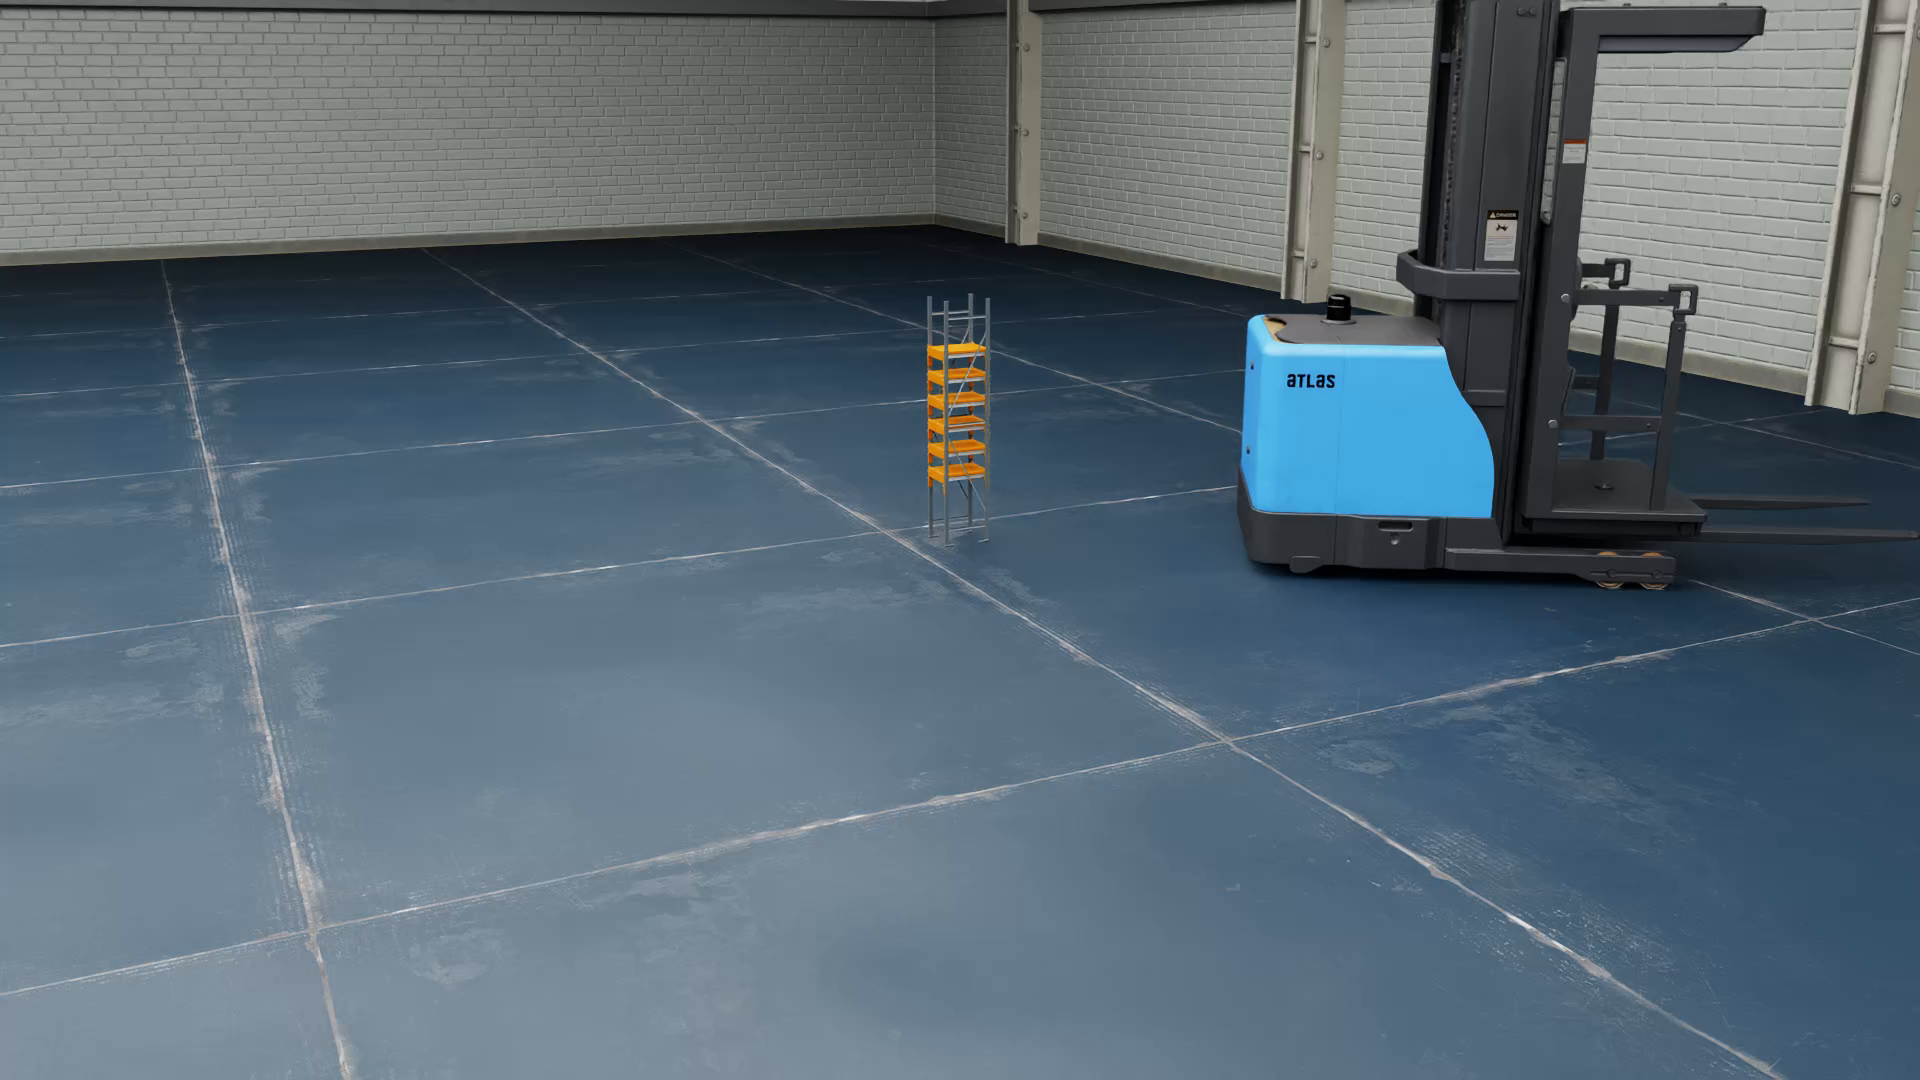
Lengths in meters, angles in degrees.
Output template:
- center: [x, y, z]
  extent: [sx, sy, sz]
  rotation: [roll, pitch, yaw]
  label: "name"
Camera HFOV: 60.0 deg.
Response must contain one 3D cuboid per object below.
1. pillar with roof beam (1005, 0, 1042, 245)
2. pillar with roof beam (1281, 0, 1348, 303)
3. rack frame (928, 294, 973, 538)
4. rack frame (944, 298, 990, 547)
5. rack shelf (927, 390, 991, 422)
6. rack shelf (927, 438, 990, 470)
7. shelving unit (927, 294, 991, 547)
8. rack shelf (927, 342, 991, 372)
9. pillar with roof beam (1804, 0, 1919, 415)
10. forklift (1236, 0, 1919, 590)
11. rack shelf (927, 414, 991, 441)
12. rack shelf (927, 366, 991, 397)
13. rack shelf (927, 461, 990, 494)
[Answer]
- center: [-3.055, -7.690, 18.735]
  extent: [9.100, 9.000, 0.400]
  rotation: [-8, 18, -25]
  label: "pillar with roof beam"
- center: [-0.426, -6.203, 13.551]
  extent: [9.100, 9.000, 0.400]
  rotation: [-8, 18, -25]
  label: "pillar with roof beam"
- center: [-0.046, -0.603, 8.177]
  extent: [0.240, 1.200, 0.006]
  rotation: [-8, 18, -25]
  label: "rack frame"
- center: [0.034, -0.558, 8.019]
  extent: [0.240, 1.200, 0.006]
  rotation: [-8, 18, -25]
  label: "rack frame"
- center: [-0.006, -0.653, 8.077]
  extent: [0.258, 0.103, 0.180]
  rotation: [-8, 18, -25]
  label: "rack shelf"
- center: [-0.006, -0.422, 8.143]
  extent: [0.258, 0.103, 0.180]
  rotation: [-8, 18, -25]
  label: "rack shelf"
- center: [-0.006, -0.580, 8.098]
  extent: [0.258, 1.200, 0.189]
  rotation: [-8, 18, -25]
  label: "shelving unit"
- center: [-0.006, -0.884, 8.011]
  extent: [0.258, 0.103, 0.180]
  rotation: [-8, 18, -25]
  label: "rack shelf"
- center: [2.202, -4.715, 8.366]
  extent: [9.100, 9.000, 0.400]
  rotation: [-8, 18, -25]
  label: "pillar with roof beam"
- center: [2.886, -1.338, 7.600]
  extent: [3.031, 2.935, 1.130]
  rotation: [1, 16, 5]
  label: "forklift"
- center: [-0.006, -0.538, 8.110]
  extent: [0.258, 0.103, 0.180]
  rotation: [-8, 18, -25]
  label: "rack shelf"
- center: [-0.006, -0.768, 8.044]
  extent: [0.258, 0.103, 0.180]
  rotation: [-8, 18, -25]
  label: "rack shelf"
- center: [-0.006, -0.307, 8.176]
  extent: [0.258, 0.103, 0.180]
  rotation: [-8, 18, -25]
  label: "rack shelf"
